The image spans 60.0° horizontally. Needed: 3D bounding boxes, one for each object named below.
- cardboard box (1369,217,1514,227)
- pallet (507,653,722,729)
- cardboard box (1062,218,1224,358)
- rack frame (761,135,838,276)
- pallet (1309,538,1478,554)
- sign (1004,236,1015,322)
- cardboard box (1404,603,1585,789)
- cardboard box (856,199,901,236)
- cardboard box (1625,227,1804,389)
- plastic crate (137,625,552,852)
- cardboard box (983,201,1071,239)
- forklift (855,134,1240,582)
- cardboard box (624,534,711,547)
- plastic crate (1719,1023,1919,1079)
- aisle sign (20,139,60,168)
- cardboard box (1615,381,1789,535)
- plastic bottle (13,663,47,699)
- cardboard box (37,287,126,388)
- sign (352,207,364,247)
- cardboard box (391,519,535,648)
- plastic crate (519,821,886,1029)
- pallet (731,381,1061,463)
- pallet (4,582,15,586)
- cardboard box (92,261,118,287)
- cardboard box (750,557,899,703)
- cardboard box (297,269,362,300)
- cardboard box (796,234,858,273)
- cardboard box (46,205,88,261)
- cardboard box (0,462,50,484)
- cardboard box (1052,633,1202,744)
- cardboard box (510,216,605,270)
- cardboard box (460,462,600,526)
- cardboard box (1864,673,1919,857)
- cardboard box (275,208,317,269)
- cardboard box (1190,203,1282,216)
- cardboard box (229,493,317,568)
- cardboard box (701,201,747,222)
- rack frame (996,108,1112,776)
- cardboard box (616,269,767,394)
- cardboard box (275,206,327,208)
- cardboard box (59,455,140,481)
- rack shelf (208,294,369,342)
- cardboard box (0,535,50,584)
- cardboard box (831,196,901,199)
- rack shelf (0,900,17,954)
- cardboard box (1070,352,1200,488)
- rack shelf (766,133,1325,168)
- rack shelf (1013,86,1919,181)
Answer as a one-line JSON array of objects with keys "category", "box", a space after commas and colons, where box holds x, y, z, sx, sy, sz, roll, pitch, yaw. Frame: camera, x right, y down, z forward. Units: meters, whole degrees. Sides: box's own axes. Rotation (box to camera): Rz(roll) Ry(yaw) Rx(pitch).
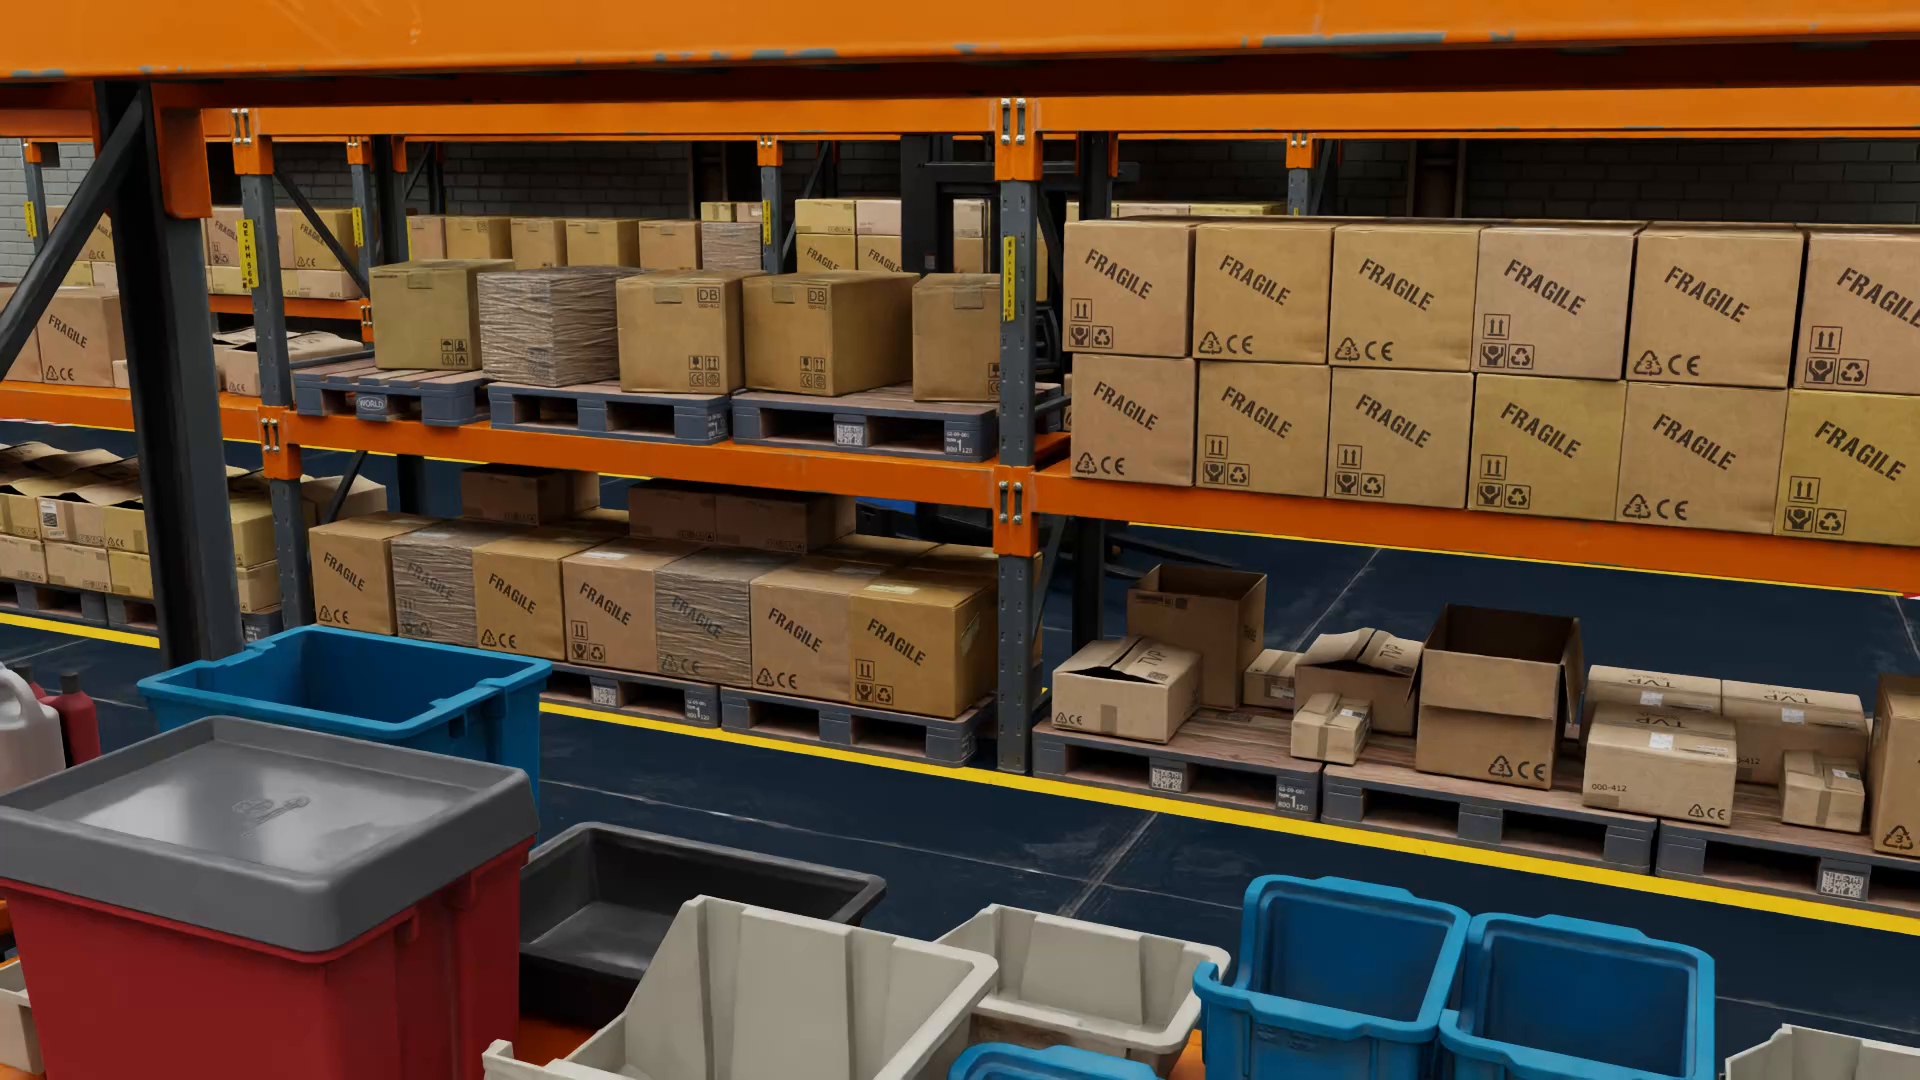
[{"category": "cardboard box", "box": [1.912, -1.024, 6.645, 0.500, 0.500, 0.500, 6, 14, 24]}, {"category": "pallet", "box": [-1.464, 0.603, 8.223, 1.213, 0.211, 1.003, 6, 14, 23]}, {"category": "cardboard box", "box": [0.731, -1.008, 6.576, 0.500, 0.500, 0.500, 6, 15, 25]}, {"category": "rack frame", "box": [-1.240, -1.980, 13.126, 0.127, 3.000, 1.000, 6, 14, 23]}, {"category": "pallet", "box": [3.081, -0.165, 11.498, 1.213, 0.211, 1.003, 6, 14, 23]}, {"category": "sign", "box": [0.193, -1.022, 6.510, 0.005, 0.325, 0.100, 6, 14, 23]}, {"category": "cardboard box", "box": [2.134, 0.599, 6.636, 0.637, 0.503, 0.797, 6, 14, 23]}, {"category": "cardboard box", "box": [-0.437, -2.403, 12.373, 0.500, 0.250, 0.500, 6, 14, 22]}, {"category": "cardboard box", "box": [2.615, -0.817, 5.764, 0.500, 0.500, 0.500, 6, 15, 25]}, {"category": "plastic crate", "box": [-1.030, 0.410, 2.845, 0.575, 0.384, 0.392, 6, 14, 23]}, {"category": "cardboard box", "box": [0.491, -2.311, 11.983, 0.500, 0.250, 0.500, 5, 14, 22]}, {"category": "forklift", "box": [0.399, -1.280, 10.293, 1.130, 2.935, 3.031, -11, 17, -39]}, {"category": "cardboard box", "box": [-1.337, 0.191, 8.385, 0.500, 0.500, 0.500, 5, 14, 21]}, {"category": "plastic crate", "box": [1.090, 0.728, 2.034, 0.298, 0.136, 0.250, 6, 14, 23]}, {"category": "aisle sign", "box": [-8.741, -3.930, 15.745, 0.004, 0.787, 0.394, 6, 14, 23]}, {"category": "cardboard box", "box": [2.622, -0.332, 5.886, 0.500, 0.500, 0.500, 6, 14, 24]}, {"category": "plastic bottle", "box": [-1.880, 0.381, 3.320, 0.133, 0.283, 0.061, 6, 14, 23]}, {"category": "cardboard box", "box": [-4.783, -1.145, 9.351, 0.500, 0.500, 0.500, 5, 14, 20]}, {"category": "sign", "box": [-5.110, -2.657, 14.118, 0.005, 0.325, 0.100, 6, 14, 23]}, {"category": "cardboard box", "box": [-2.461, 0.207, 8.315, 0.500, 0.500, 0.500, 5, 14, 21]}, {"category": "plastic crate", "box": [-0.463, 0.612, 2.552, 0.590, 0.125, 0.437, 6, 14, 23]}, {"category": "pallet", "box": [-0.272, -0.578, 7.572, 1.213, 0.211, 1.003, 6, 14, 23]}, {"category": "pallet", "box": [-6.210, 0.103, 10.355, 1.213, 0.211, 1.003, 6, 14, 23]}, {"category": "cardboard box", "box": [-7.756, -2.500, 15.628, 0.500, 0.250, 0.500, 5, 14, 21]}, {"category": "cardboard box", "box": [-0.601, 0.395, 7.515, 0.500, 0.500, 0.500, 6, 14, 23]}, {"category": "cardboard box", "box": [-5.453, -2.267, 14.635, 0.500, 0.250, 0.500, 6, 14, 23]}, {"category": "cardboard box", "box": [-0.899, -2.085, 12.659, 0.500, 0.500, 0.500, 6, 15, 25]}, {"category": "cardboard box", "box": [-8.239, -2.915, 15.754, 0.500, 0.500, 0.500, 6, 14, 23]}, {"category": "cardboard box", "box": [-5.694, -0.268, 9.705, 0.500, 0.311, 0.500, 5, 14, 21]}, {"category": "cardboard box", "box": [0.711, 0.604, 7.037, 0.500, 0.311, 0.500, 6, 14, 23]}, {"category": "cardboard box", "box": [-3.323, -2.451, 13.952, 0.500, 0.500, 0.700, 8, 15, 31]}, {"category": "cardboard box", "box": [-2.239, -0.265, 8.686, 0.500, 0.250, 0.500, 6, 15, 25]}, {"category": "cardboard box", "box": [3.475, 0.799, 5.791, 0.500, 0.500, 0.500, 6, 14, 23]}, {"category": "cardboard box", "box": [-5.913, -2.676, 14.735, 0.500, 0.500, 0.500, 6, 14, 23]}, {"category": "cardboard box", "box": [1.887, -2.168, 11.372, 0.500, 0.250, 0.500, 6, 15, 25]}, {"category": "cardboard box", "box": [-3.821, -0.081, 8.904, 0.500, 0.311, 0.500, 6, 15, 25]}, {"category": "cardboard box", "box": [-1.867, -2.611, 13.213, 0.250, 0.149, 0.380, 3, 14, 14]}, {"category": "rack frame", "box": [0.414, -0.575, 7.138, 0.127, 3.000, 1.000, 6, 14, 23]}, {"category": "cardboard box", "box": [-1.226, -0.978, 7.720, 0.500, 0.500, 0.700, 2, 13, 9]}, {"category": "cardboard box", "box": [-6.167, -2.835, 15.412, 0.500, 0.500, 0.500, 6, 15, 25]}, {"category": "cardboard box", "box": [-5.022, -0.335, 9.990, 0.500, 0.311, 0.500, 6, 14, 23]}, {"category": "rack shelf", "box": [-6.725, -2.185, 15.574, 4.000, 0.370, 1.077, 6, 14, 23]}, {"category": "cardboard box", "box": [-5.225, 0.051, 9.573, 0.500, 0.250, 0.500, 6, 15, 24]}, {"category": "cardboard box", "box": [-0.720, -2.560, 13.044, 0.500, 0.250, 0.500, 6, 15, 25]}, {"category": "rack shelf", "box": [-3.424, 0.625, 3.601, 4.000, 0.370, 1.077, 6, 14, 23]}, {"category": "cardboard box", "box": [0.770, -0.519, 6.683, 0.500, 0.500, 0.500, 6, 15, 25]}, {"category": "rack shelf", "box": [0.589, -2.905, 12.077, 4.000, 0.370, 1.077, 6, 14, 23]}, {"category": "rack shelf", "box": [2.243, -1.500, 6.089, 4.000, 0.370, 1.077, 6, 14, 23]}]
